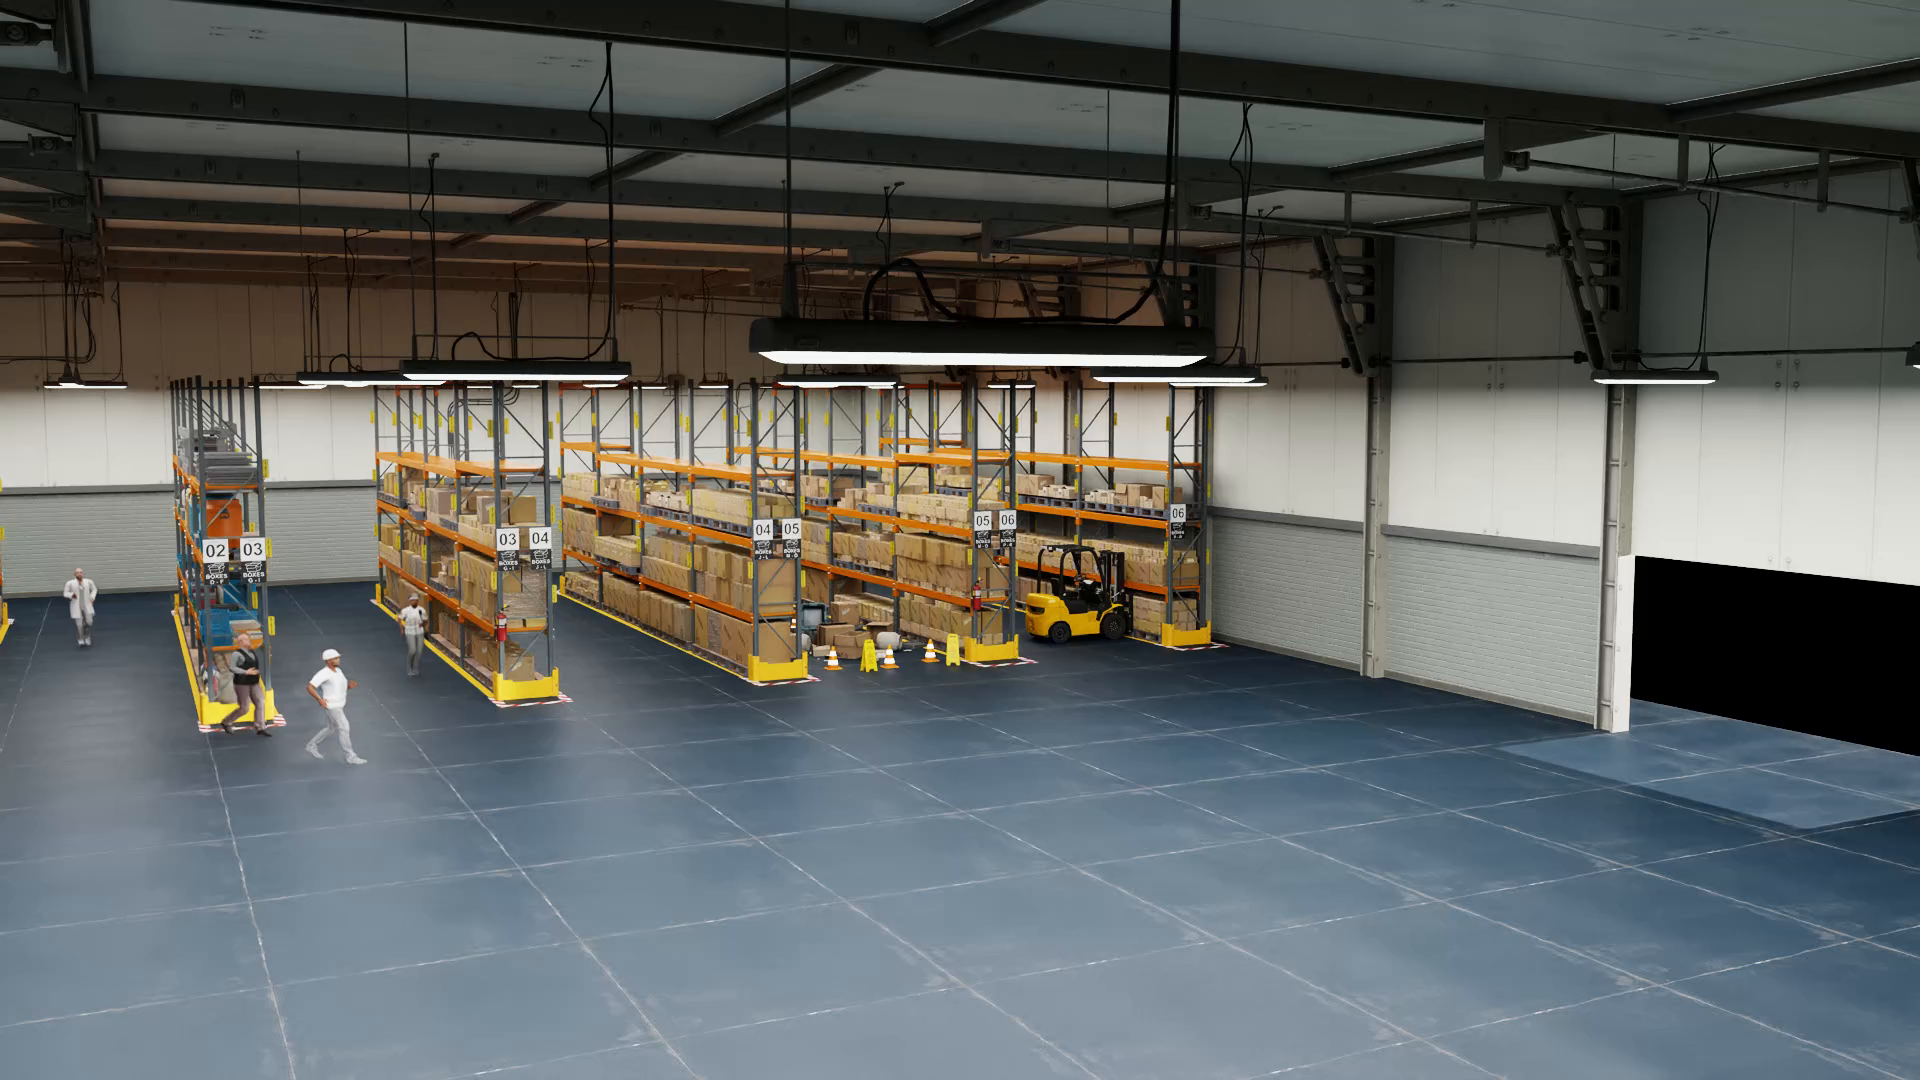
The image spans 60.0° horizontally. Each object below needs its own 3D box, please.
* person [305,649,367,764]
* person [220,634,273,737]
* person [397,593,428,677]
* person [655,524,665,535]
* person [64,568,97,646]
[{"bbox_3d":[-9.587,2.547,25.478,0.984,1.756,0.697,0,5,-2],"label":"person"},{"bbox_3d":[-11.832,2.414,27.521,0.859,1.734,0.682,1,5,6],"label":"person"},{"bbox_3d":[-10.963,1.912,33.413,0.546,1.695,0.676,-3,6,-33],"label":"person"},{"bbox_3d":[-8.936,0.396,50.025,0.860,1.845,0.690,-2,5,-21],"label":"person"},{"bbox_3d":[-19.757,1.522,37.419,0.694,1.765,0.674,-4,6,-35],"label":"person"}]
